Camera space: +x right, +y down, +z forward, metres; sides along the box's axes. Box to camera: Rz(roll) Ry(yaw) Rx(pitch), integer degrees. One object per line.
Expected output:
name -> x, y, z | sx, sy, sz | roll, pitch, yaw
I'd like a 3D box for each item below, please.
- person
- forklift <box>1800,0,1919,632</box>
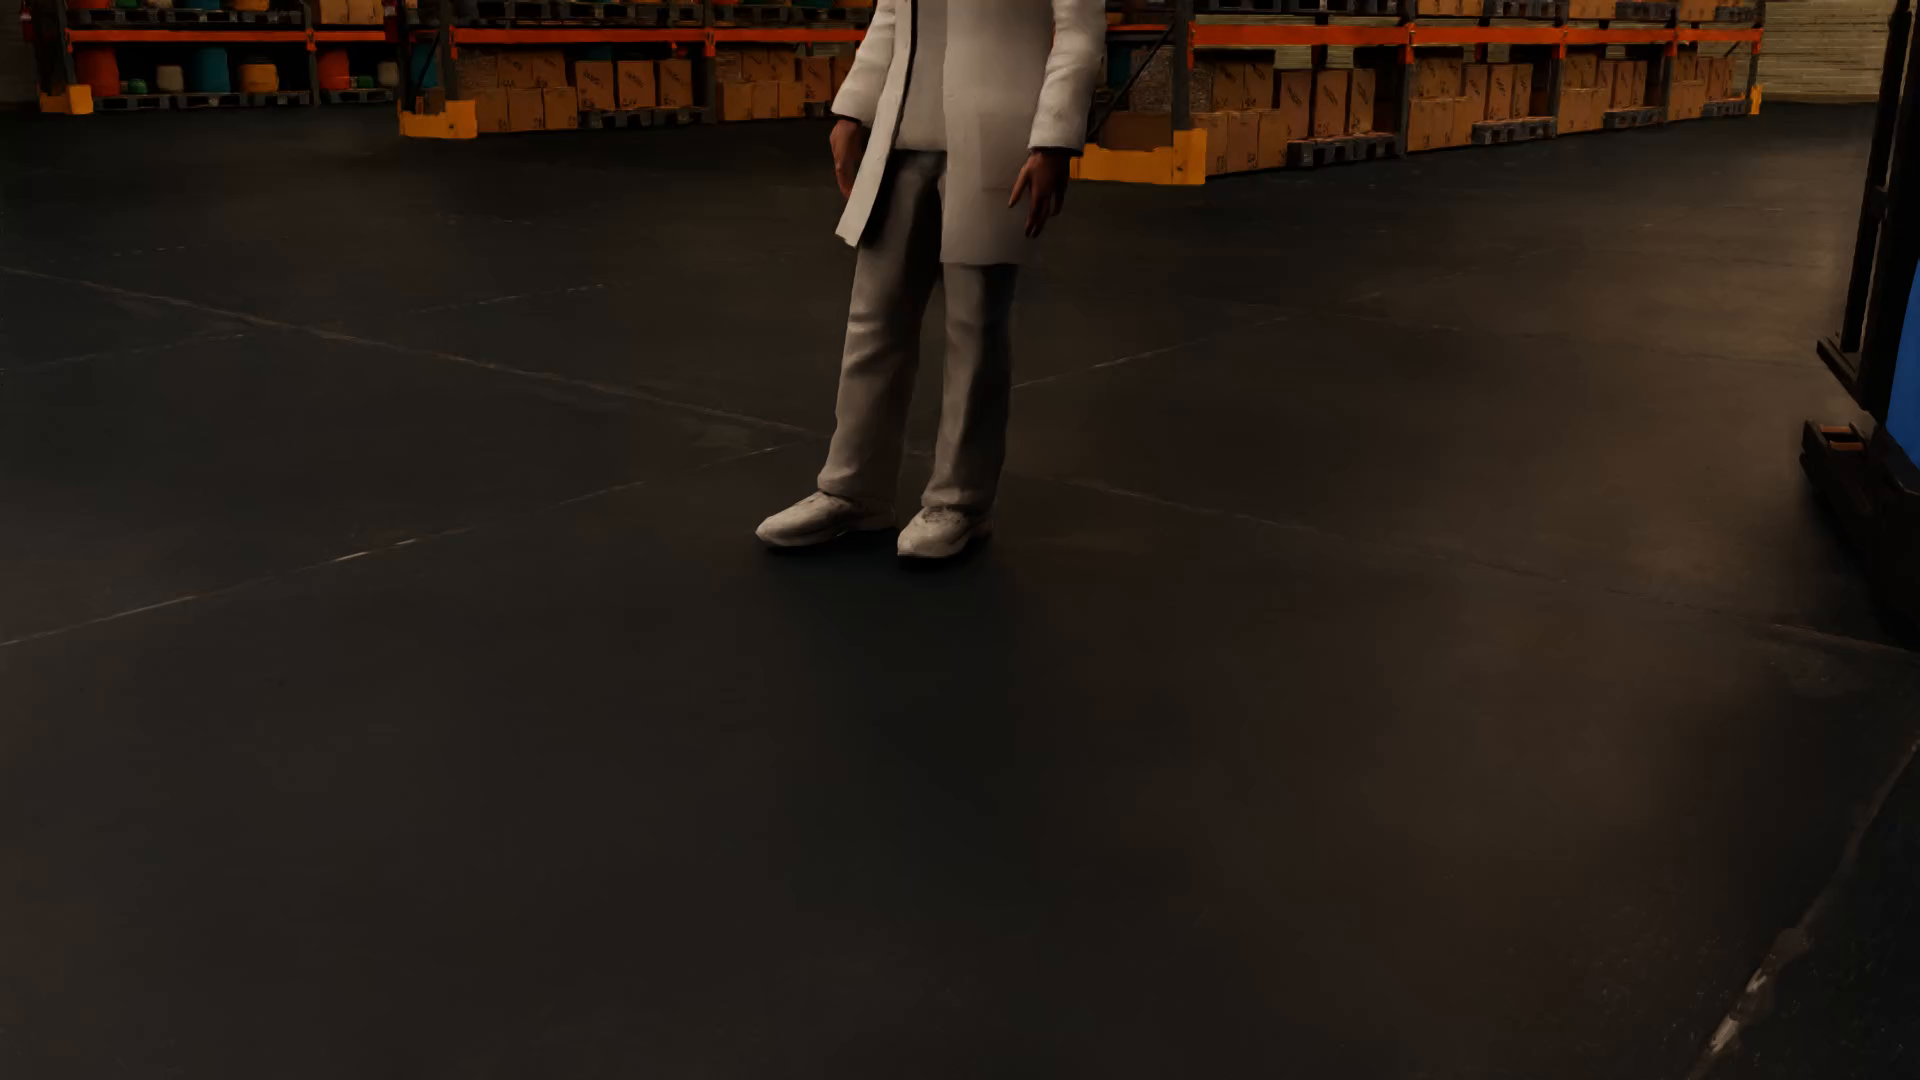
person -> -0.062, -0.838, 3.617 | 0.694, 1.776, 0.579 | 13, 21, 37
forklift -> 2.685, -1.427, 3.597 | 1.130, 2.935, 3.031 | 6, 18, 19
